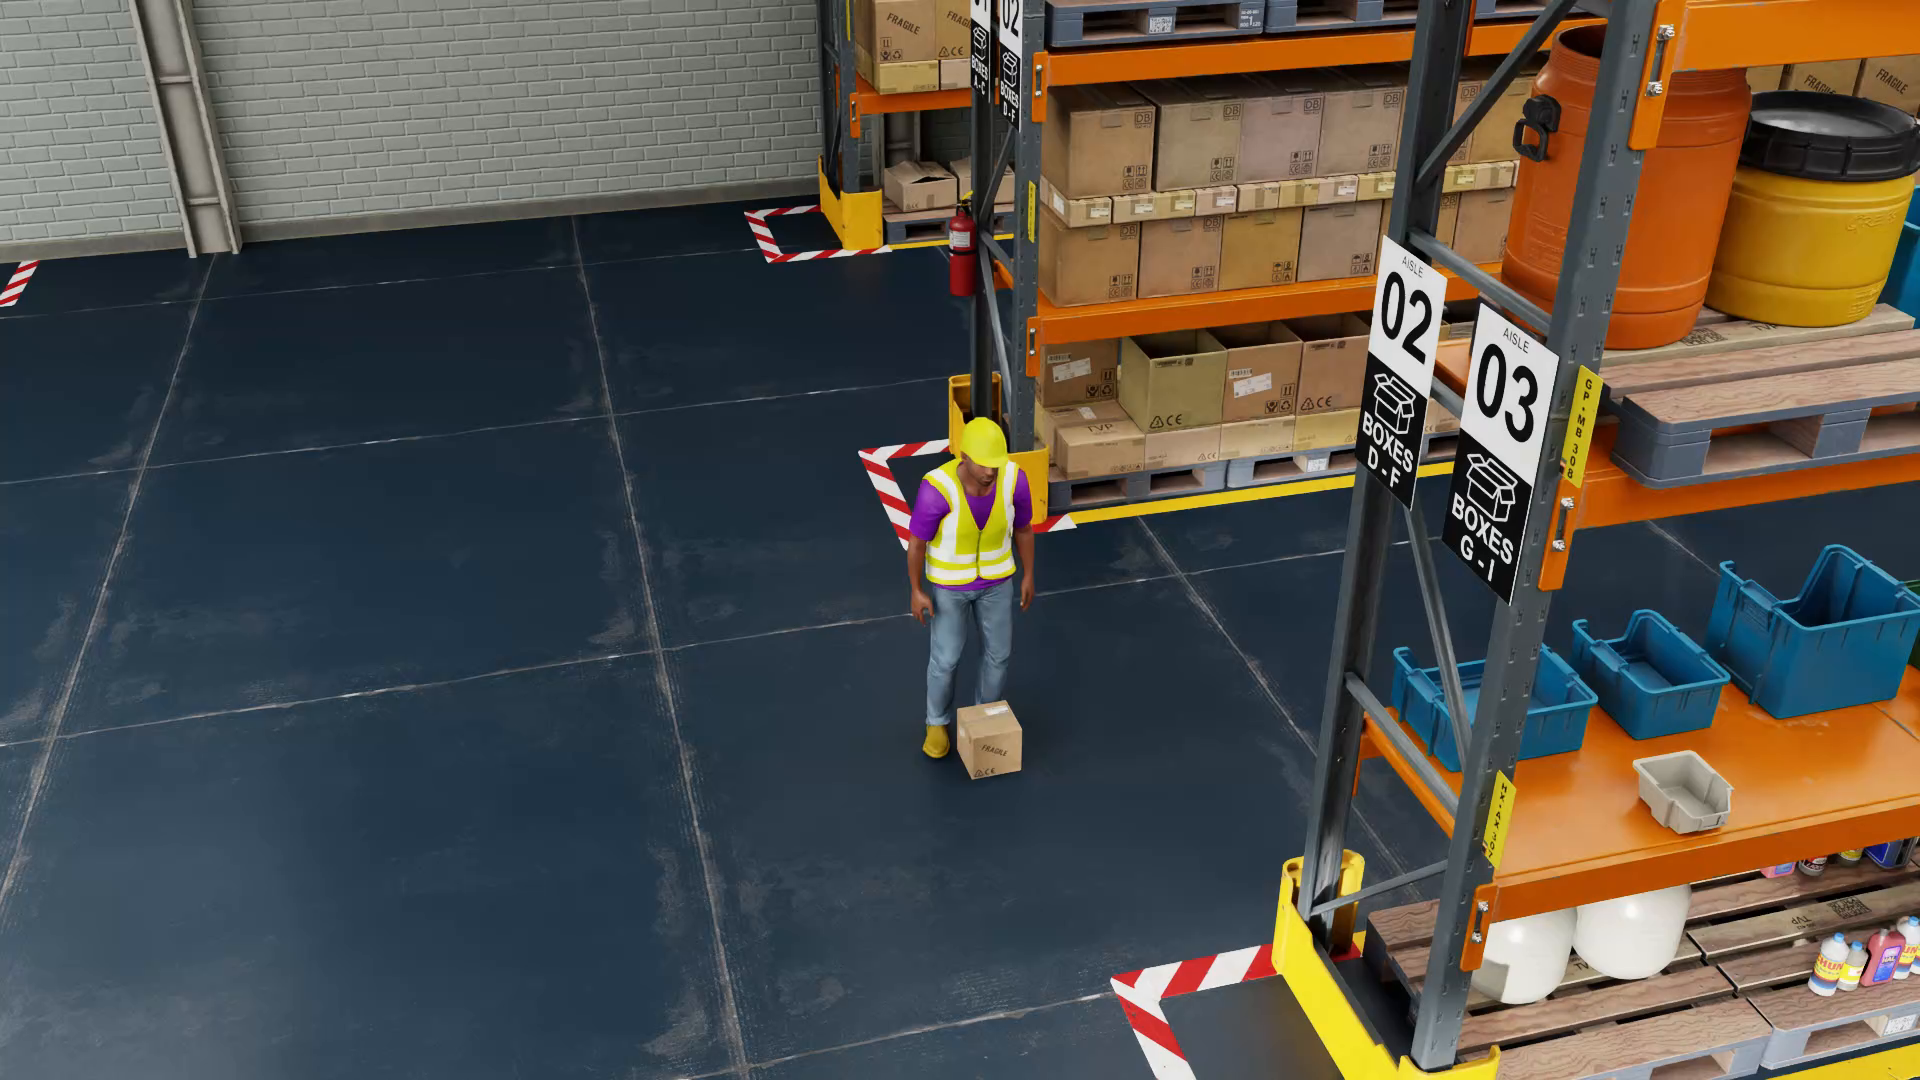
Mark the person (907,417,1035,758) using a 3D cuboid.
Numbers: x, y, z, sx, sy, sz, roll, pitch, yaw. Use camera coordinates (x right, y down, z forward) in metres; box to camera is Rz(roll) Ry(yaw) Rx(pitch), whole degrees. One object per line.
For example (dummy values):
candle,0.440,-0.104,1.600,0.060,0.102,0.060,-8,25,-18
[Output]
person,0.062,0.204,7.869,0.626,1.760,0.458,-9,31,-15
